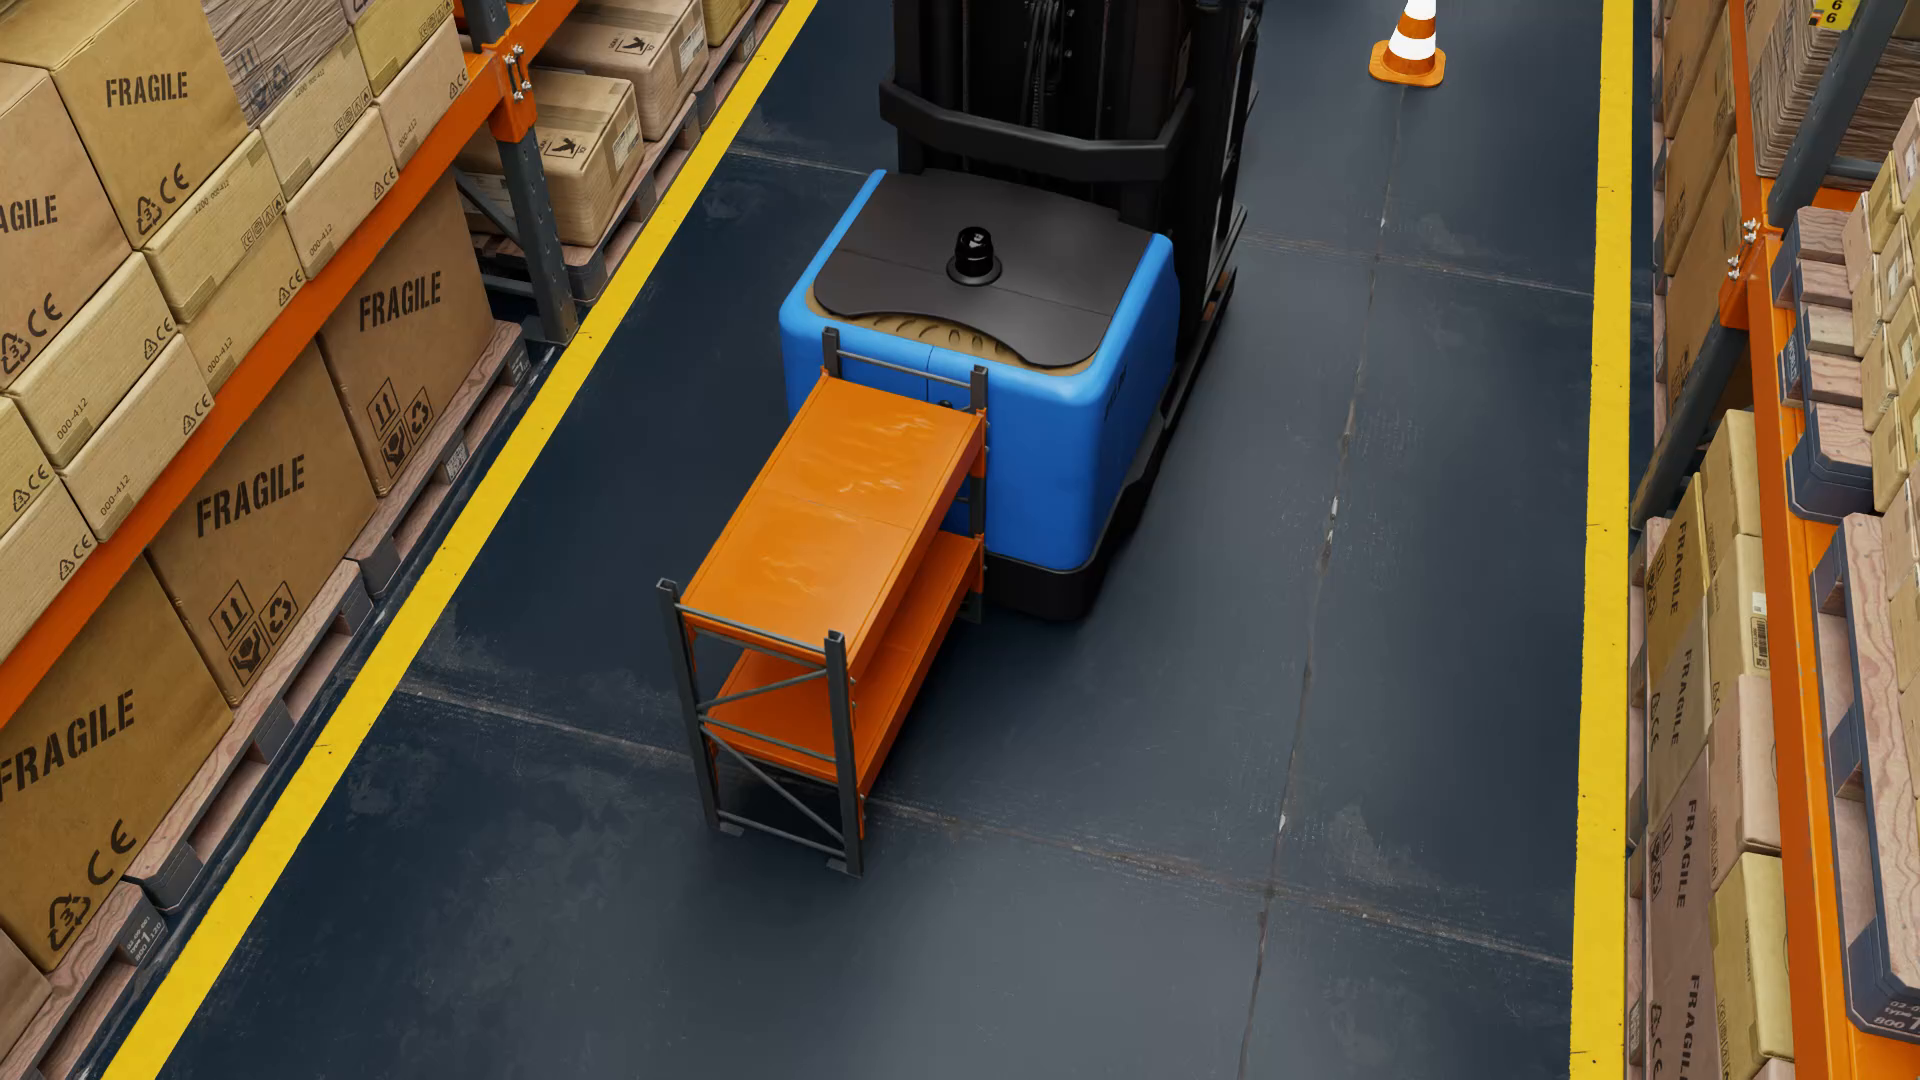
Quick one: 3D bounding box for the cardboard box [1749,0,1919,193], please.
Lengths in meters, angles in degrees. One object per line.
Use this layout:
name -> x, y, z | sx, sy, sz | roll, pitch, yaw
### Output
cardboard box -> 2.684, -1.381, 4.902 | 0.500, 0.500, 0.500 | 12, 50, 10

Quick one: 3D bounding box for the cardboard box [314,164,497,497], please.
cardboard box -> -2.240, -0.826, 5.615 | 0.875, 0.875, 0.875 | 11, 50, 10

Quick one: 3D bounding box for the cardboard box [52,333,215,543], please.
cardboard box -> -2.234, -0.298, 4.112 | 0.500, 0.250, 0.500 | 11, 49, 9

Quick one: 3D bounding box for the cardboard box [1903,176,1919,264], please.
cardboard box -> 2.448, -0.731, 3.885 | 0.380, 0.149, 0.250 | 10, 49, 9

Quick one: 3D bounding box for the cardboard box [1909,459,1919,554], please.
cardboard box -> 2.235, -0.061, 3.492 | 0.380, 0.149, 0.250 | 12, 50, 10

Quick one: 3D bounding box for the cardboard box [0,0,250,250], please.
cardboard box -> -2.126, -1.081, 3.969 | 0.500, 0.500, 0.500 | 12, 50, 10

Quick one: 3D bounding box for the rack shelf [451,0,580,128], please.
rack shelf -> -1.451, -3.082, 6.949 | 1.077, 0.370, 4.000 | 12, 50, 10

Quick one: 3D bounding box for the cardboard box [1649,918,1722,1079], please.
cardboard box -> 1.998, 1.286, 4.001 | 0.500, 0.500, 0.500 | 11, 49, 9

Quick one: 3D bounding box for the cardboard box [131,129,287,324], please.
cardboard box -> -2.106, -0.842, 4.259 | 0.500, 0.250, 0.500 | 10, 49, 9

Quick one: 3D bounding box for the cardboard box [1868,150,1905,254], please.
cardboard box -> 2.504, -0.814, 4.156 | 0.380, 0.149, 0.250 | 14, 50, 12

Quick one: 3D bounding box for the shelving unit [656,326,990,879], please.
shelving unit -> -0.340, 0.187, 4.834 | 0.538, 1.125, 1.048 | 16, 50, 14

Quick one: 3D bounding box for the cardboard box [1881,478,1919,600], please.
cardboard box -> 2.233, 0.037, 3.605 | 0.380, 0.149, 0.250 | 13, 50, 11

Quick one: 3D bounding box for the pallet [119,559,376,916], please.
pallet -> -2.581, 0.485, 5.181 | 1.003, 0.211, 1.213 | 12, 50, 10

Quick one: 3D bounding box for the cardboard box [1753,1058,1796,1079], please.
cardboard box -> 1.872, 1.406, 3.395 | 0.500, 0.250, 0.500 | 14, 50, 12

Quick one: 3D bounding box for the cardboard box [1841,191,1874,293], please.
cardboard box -> 2.512, -0.741, 4.291 | 0.380, 0.149, 0.250 | 11, 49, 10

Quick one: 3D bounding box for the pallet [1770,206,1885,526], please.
pallet -> 2.740, -0.369, 4.203 | 1.213, 0.211, 1.003 | 12, 50, 10

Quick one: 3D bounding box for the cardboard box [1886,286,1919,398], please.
cardboard box -> 2.367, -0.423, 3.812 | 0.380, 0.149, 0.250 | 10, 49, 9

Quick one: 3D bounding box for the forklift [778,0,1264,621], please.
forklift -> 0.438, -1.836, 5.415 | 1.130, 2.935, 3.031 | 16, 50, 14

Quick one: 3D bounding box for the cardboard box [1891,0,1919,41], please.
cardboard box -> 2.952, -1.656, 4.477 | 0.700, 0.500, 0.500 | 11, 50, 10

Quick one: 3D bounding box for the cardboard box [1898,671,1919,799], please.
cardboard box -> 2.095, 0.406, 3.278 | 0.380, 0.149, 0.250 | 10, 49, 9

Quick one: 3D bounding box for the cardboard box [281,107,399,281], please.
cardboard box -> -1.980, -1.034, 4.762 | 0.500, 0.250, 0.500 | 12, 50, 11

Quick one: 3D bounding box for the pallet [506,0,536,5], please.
pallet -> -1.893, -2.346, 5.948 | 1.213, 0.211, 1.003 | 12, 50, 10

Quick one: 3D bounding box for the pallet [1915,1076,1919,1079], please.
pallet -> 2.113, 1.463, 2.586 | 1.003, 0.211, 1.213 | 12, 50, 10

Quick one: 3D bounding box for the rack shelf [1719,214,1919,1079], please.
rack shelf -> 2.298, 0.715, 3.598 | 1.077, 0.370, 4.000 | 12, 50, 10

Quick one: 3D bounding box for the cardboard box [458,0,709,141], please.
cardboard box -> -1.633, -2.084, 7.062 | 0.950, 0.372, 0.625 | 11, 49, 9

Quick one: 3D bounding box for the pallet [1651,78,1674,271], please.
pallet -> 3.428, -1.482, 6.917 | 1.003, 0.211, 1.213 | 12, 50, 10

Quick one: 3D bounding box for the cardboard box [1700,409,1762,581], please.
cardboard box -> 2.409, -0.078, 4.705 | 0.500, 0.250, 0.500 | 10, 49, 8

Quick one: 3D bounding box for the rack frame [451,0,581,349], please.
rack frame -> -1.978, -1.873, 5.402 | 1.000, 3.000, 0.127 | 12, 50, 10

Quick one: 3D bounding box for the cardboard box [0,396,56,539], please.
cardboard box -> -2.374, -0.100, 3.605 | 0.500, 0.250, 0.500 | 12, 50, 11

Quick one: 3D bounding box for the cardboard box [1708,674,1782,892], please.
cardboard box -> 2.133, 0.644, 4.068 | 0.500, 0.250, 0.500 | 12, 50, 10

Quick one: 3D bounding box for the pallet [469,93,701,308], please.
pallet -> -1.771, -1.515, 6.946 | 1.003, 0.211, 1.213 | 12, 50, 10

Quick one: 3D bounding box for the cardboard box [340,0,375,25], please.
cardboard box -> -1.861, -1.811, 4.614 | 0.500, 0.500, 0.500 | 10, 49, 9

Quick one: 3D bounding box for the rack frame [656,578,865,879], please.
rack frame -> -0.520, 0.544, 4.520 | 0.500, 1.125, 0.032 | 16, 50, 14

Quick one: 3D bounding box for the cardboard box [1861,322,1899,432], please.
cardboard box -> 2.371, -0.352, 3.947 | 0.380, 0.149, 0.250 | 14, 50, 12

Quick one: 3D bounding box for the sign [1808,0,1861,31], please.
sign -> 2.288, -1.459, 4.265 | 0.100, 0.325, 0.005 | 12, 50, 10

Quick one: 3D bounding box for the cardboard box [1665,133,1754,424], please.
cardboard box -> 3.072, -0.786, 5.664 | 1.050, 0.750, 0.750 | 11, 49, 10

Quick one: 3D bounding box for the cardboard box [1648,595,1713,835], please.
cardboard box -> 2.263, 0.545, 4.656 | 0.500, 0.500, 0.500 | 12, 50, 10

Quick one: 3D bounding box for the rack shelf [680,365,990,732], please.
rack shelf -> -0.340, -0.006, 4.615 | 0.538, 0.278, 1.000 | 16, 50, 14

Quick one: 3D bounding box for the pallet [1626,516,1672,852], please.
pallet -> 2.617, 0.518, 5.152 | 1.003, 0.211, 1.213 | 12, 50, 10

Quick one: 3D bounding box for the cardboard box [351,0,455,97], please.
cardboard box -> -1.860, -1.588, 4.918 | 0.500, 0.250, 0.500 | 11, 50, 10

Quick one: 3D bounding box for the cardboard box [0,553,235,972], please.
cardboard box -> -2.714, 0.465, 4.476 | 0.875, 0.875, 0.875 | 13, 50, 11

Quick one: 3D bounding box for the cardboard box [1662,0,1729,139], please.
cardboard box -> 3.543, -2.093, 6.817 | 1.050, 0.750, 0.750 | 12, 50, 10
